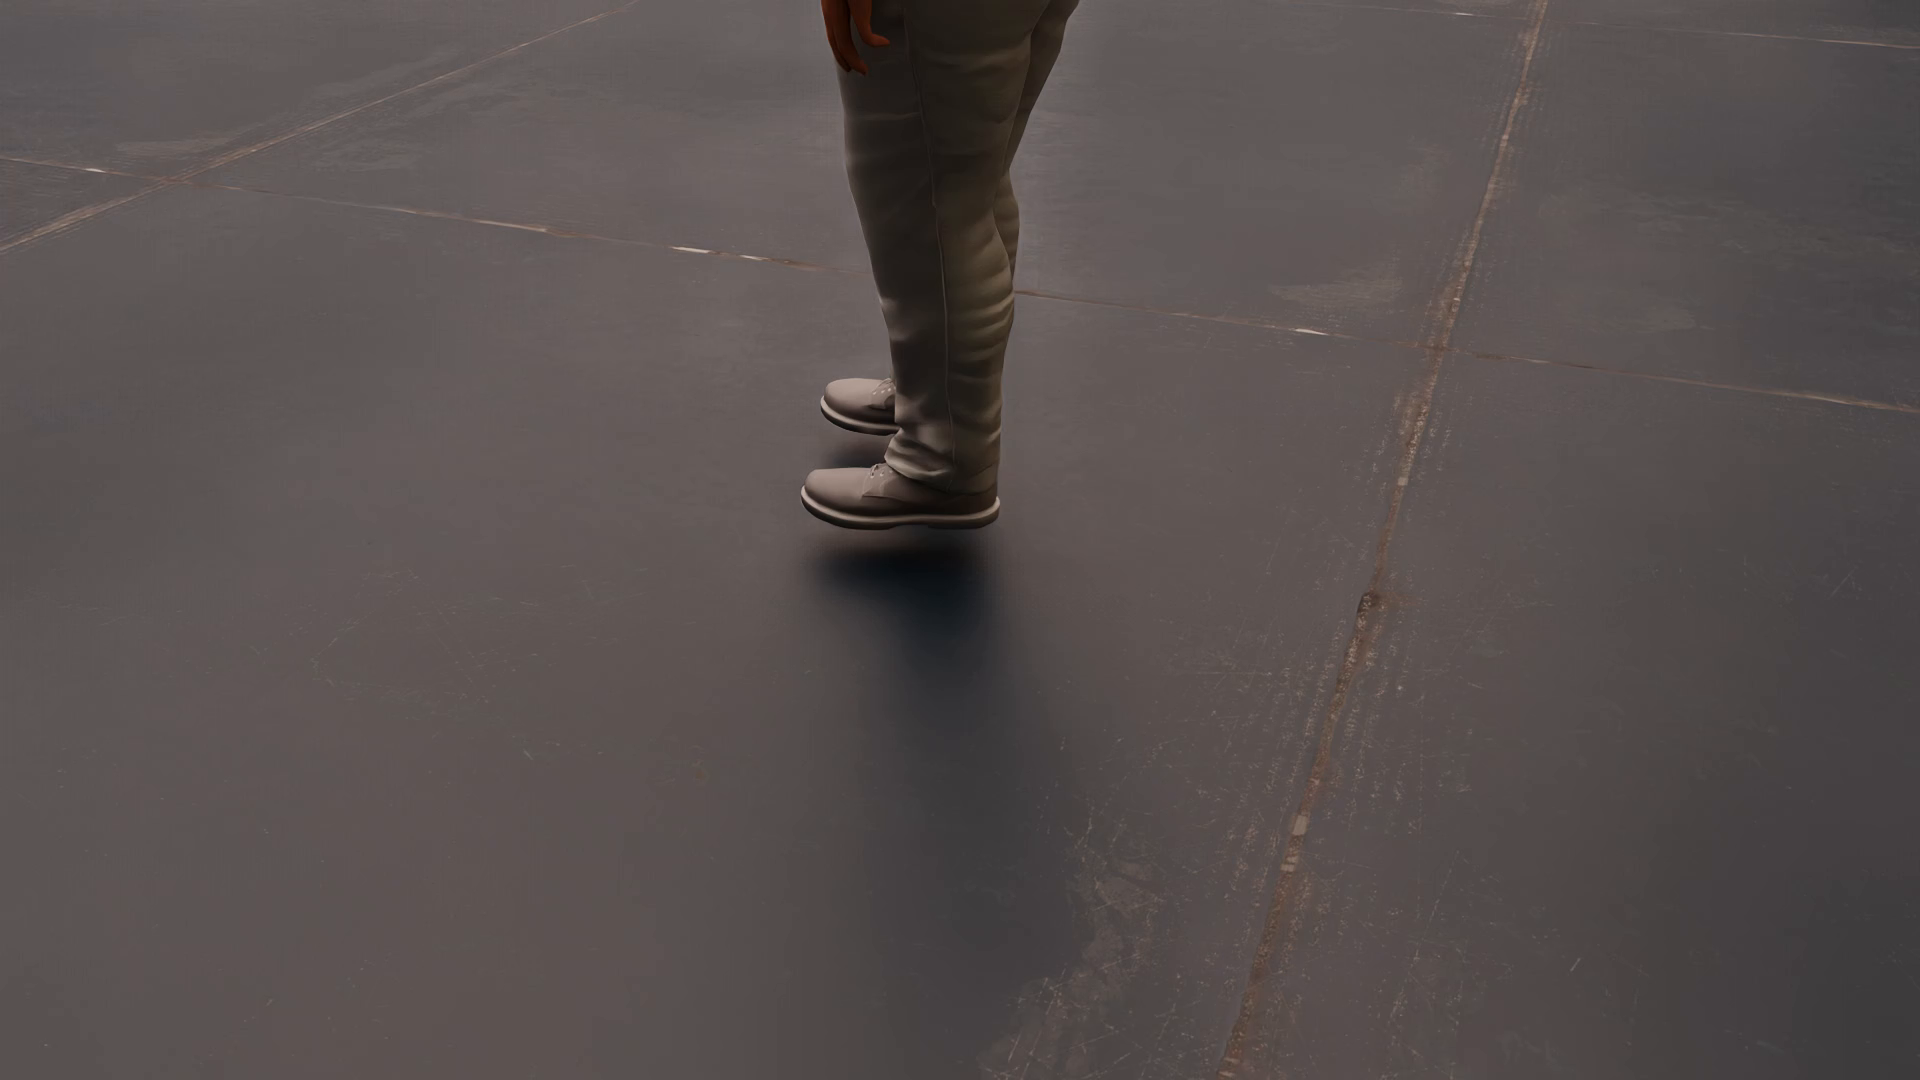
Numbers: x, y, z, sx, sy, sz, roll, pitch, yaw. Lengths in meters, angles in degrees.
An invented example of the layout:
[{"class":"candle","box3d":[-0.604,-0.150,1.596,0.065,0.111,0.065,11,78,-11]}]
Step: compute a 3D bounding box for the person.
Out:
[{"class":"person","box3d":[-0.064,-0.790,2.108,0.529,1.670,0.597,10,31,18]}]
